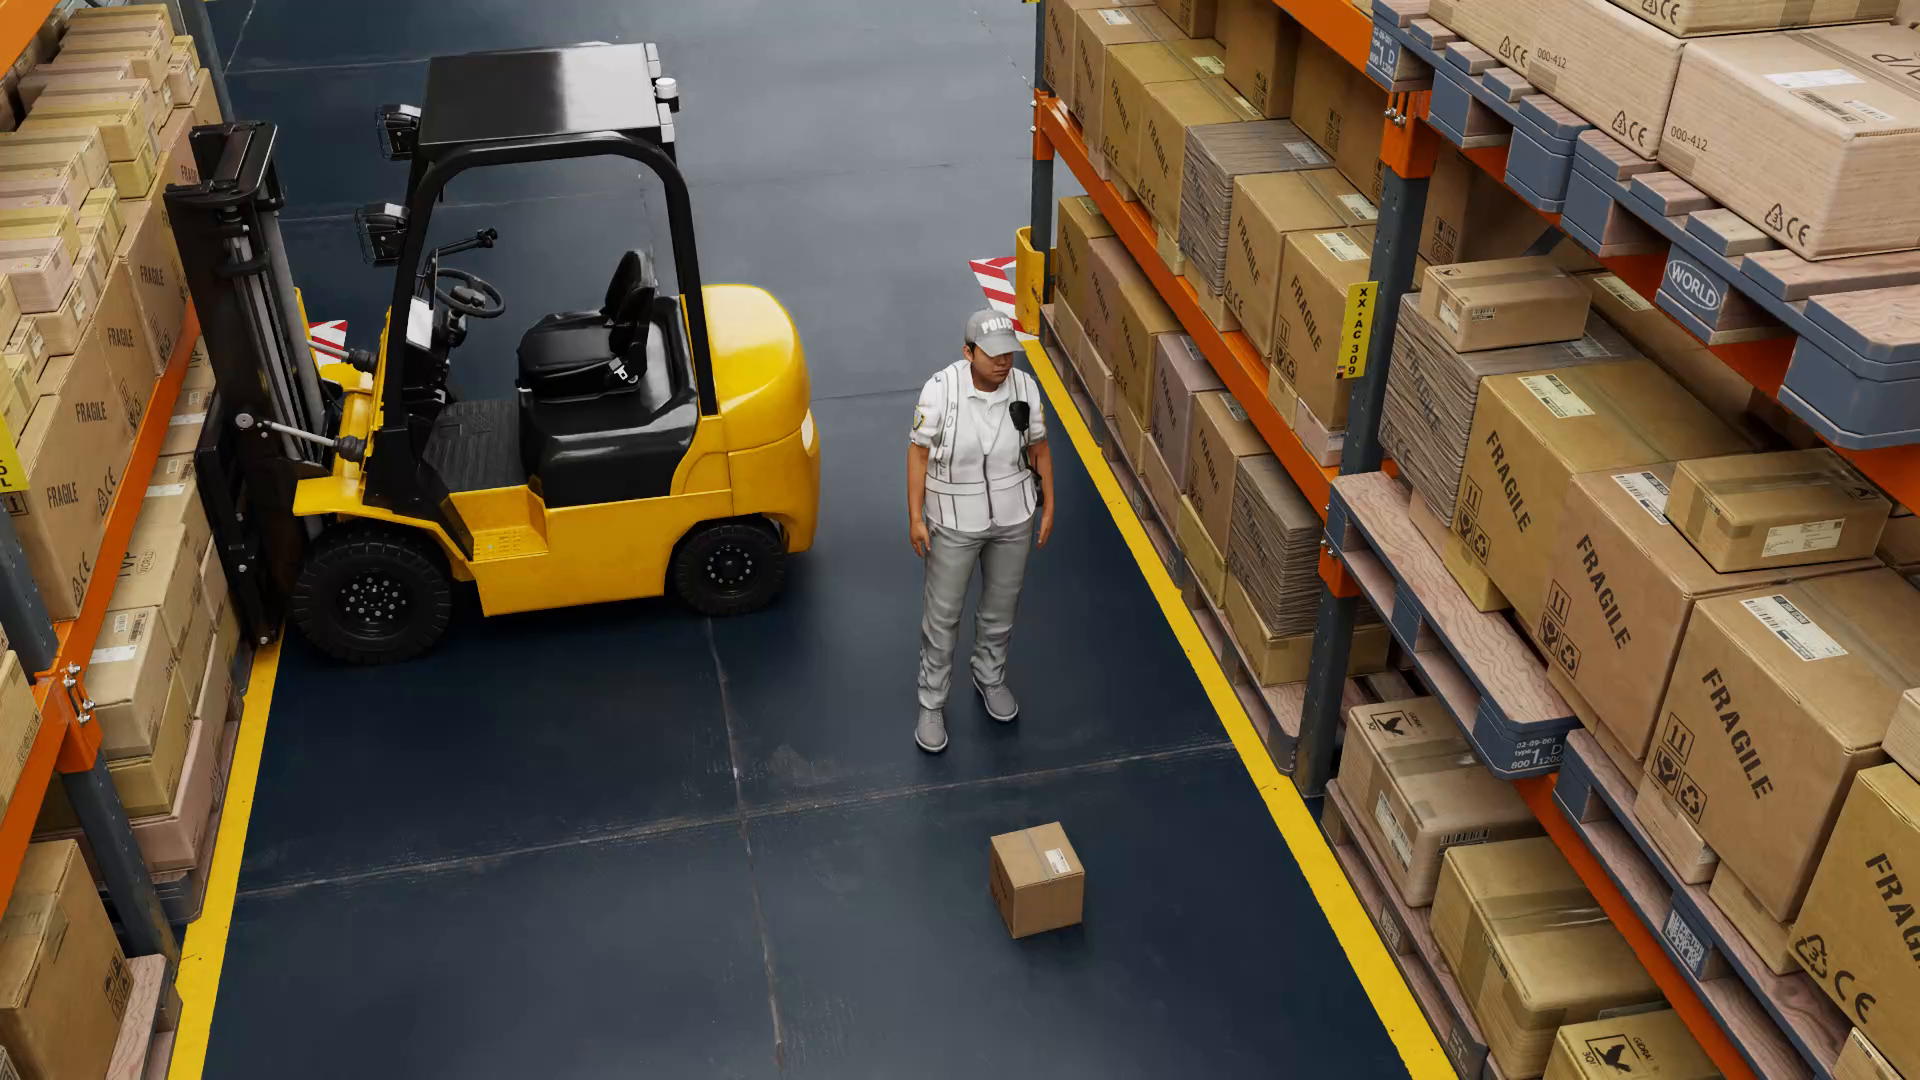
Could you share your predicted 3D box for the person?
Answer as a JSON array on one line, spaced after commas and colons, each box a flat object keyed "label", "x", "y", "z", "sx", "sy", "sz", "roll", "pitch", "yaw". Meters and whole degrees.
[{"label": "person", "x": 0.078, "y": -0.040, "z": 6.178, "sx": 0.598, "sy": 1.670, "sz": 0.527, "roll": -8, "pitch": 35, "yaw": -11}]
